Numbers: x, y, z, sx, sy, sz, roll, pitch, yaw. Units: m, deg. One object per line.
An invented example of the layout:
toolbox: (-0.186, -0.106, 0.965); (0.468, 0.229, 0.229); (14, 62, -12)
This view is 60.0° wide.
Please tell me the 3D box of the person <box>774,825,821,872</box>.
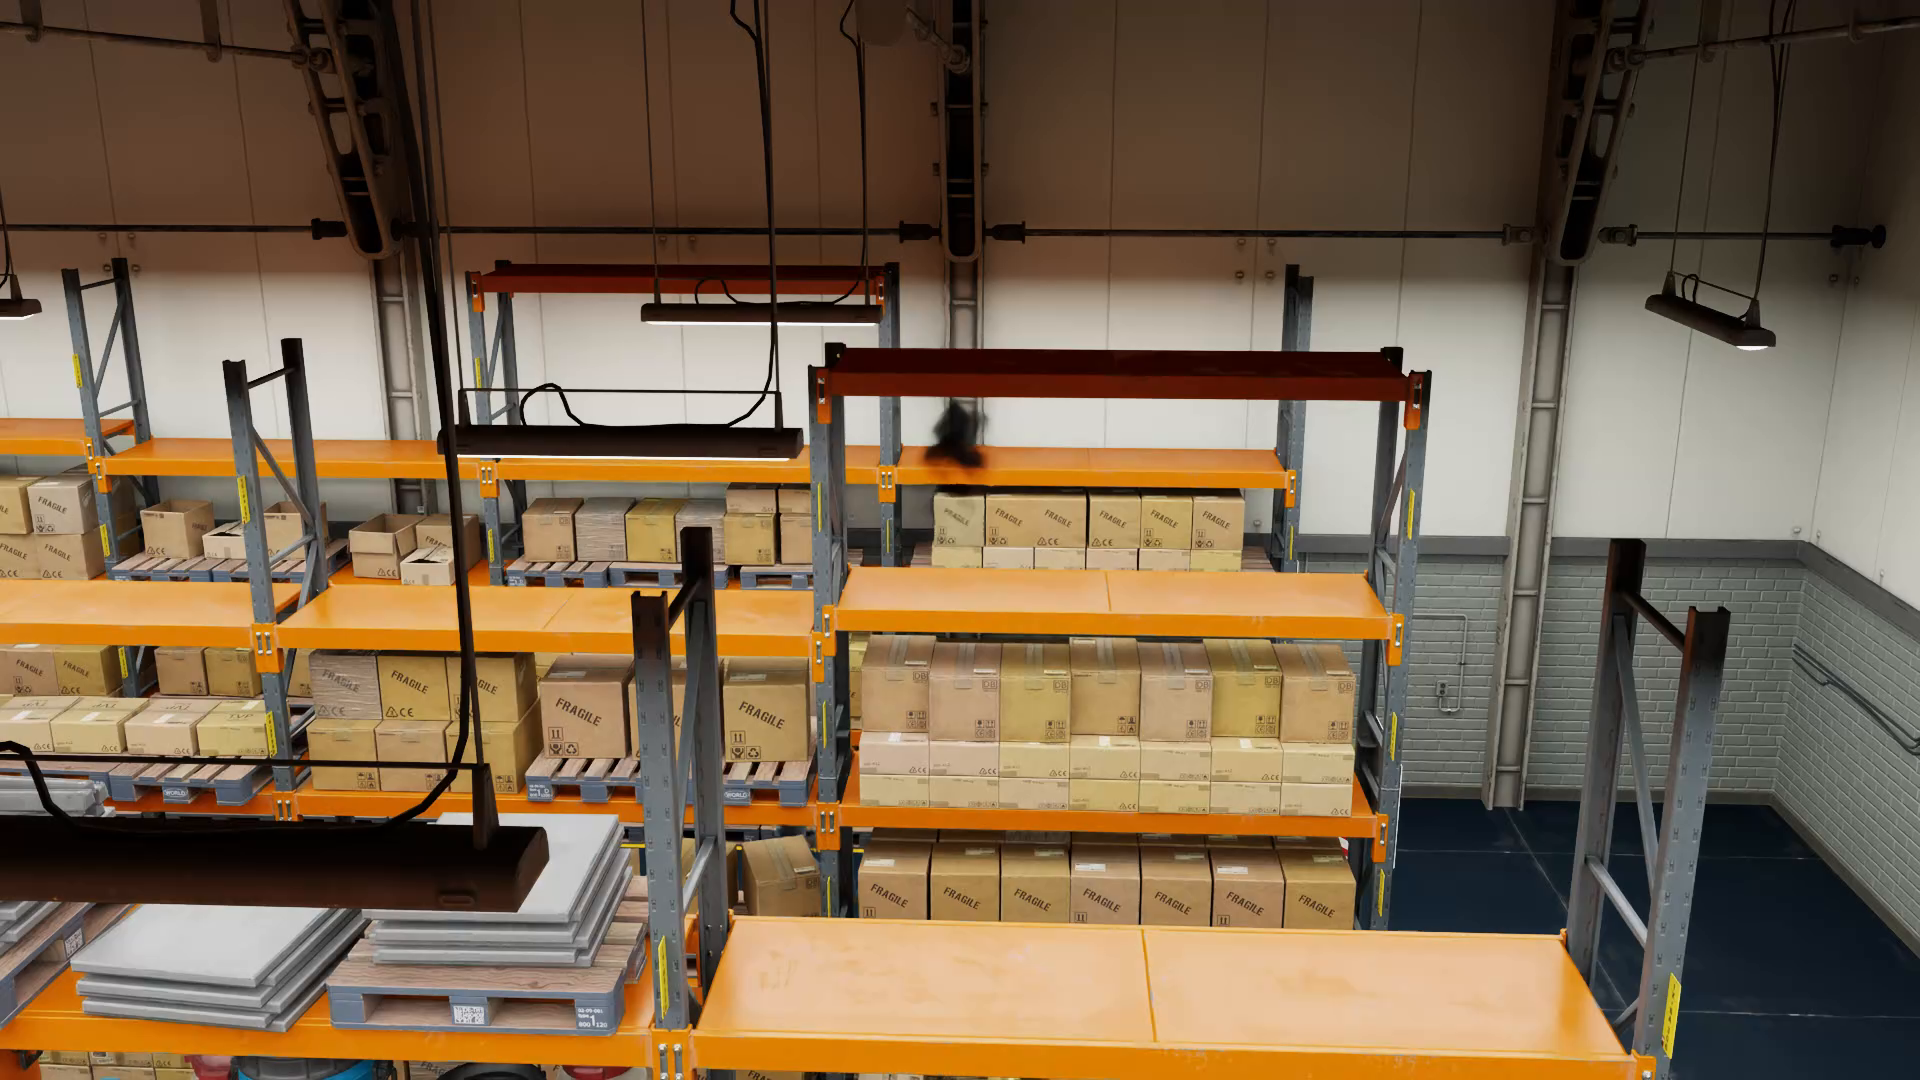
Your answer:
person: (-1.573, 2.603, 15.511); (0.816, 1.807, 0.698); (-1, 16, -4)
